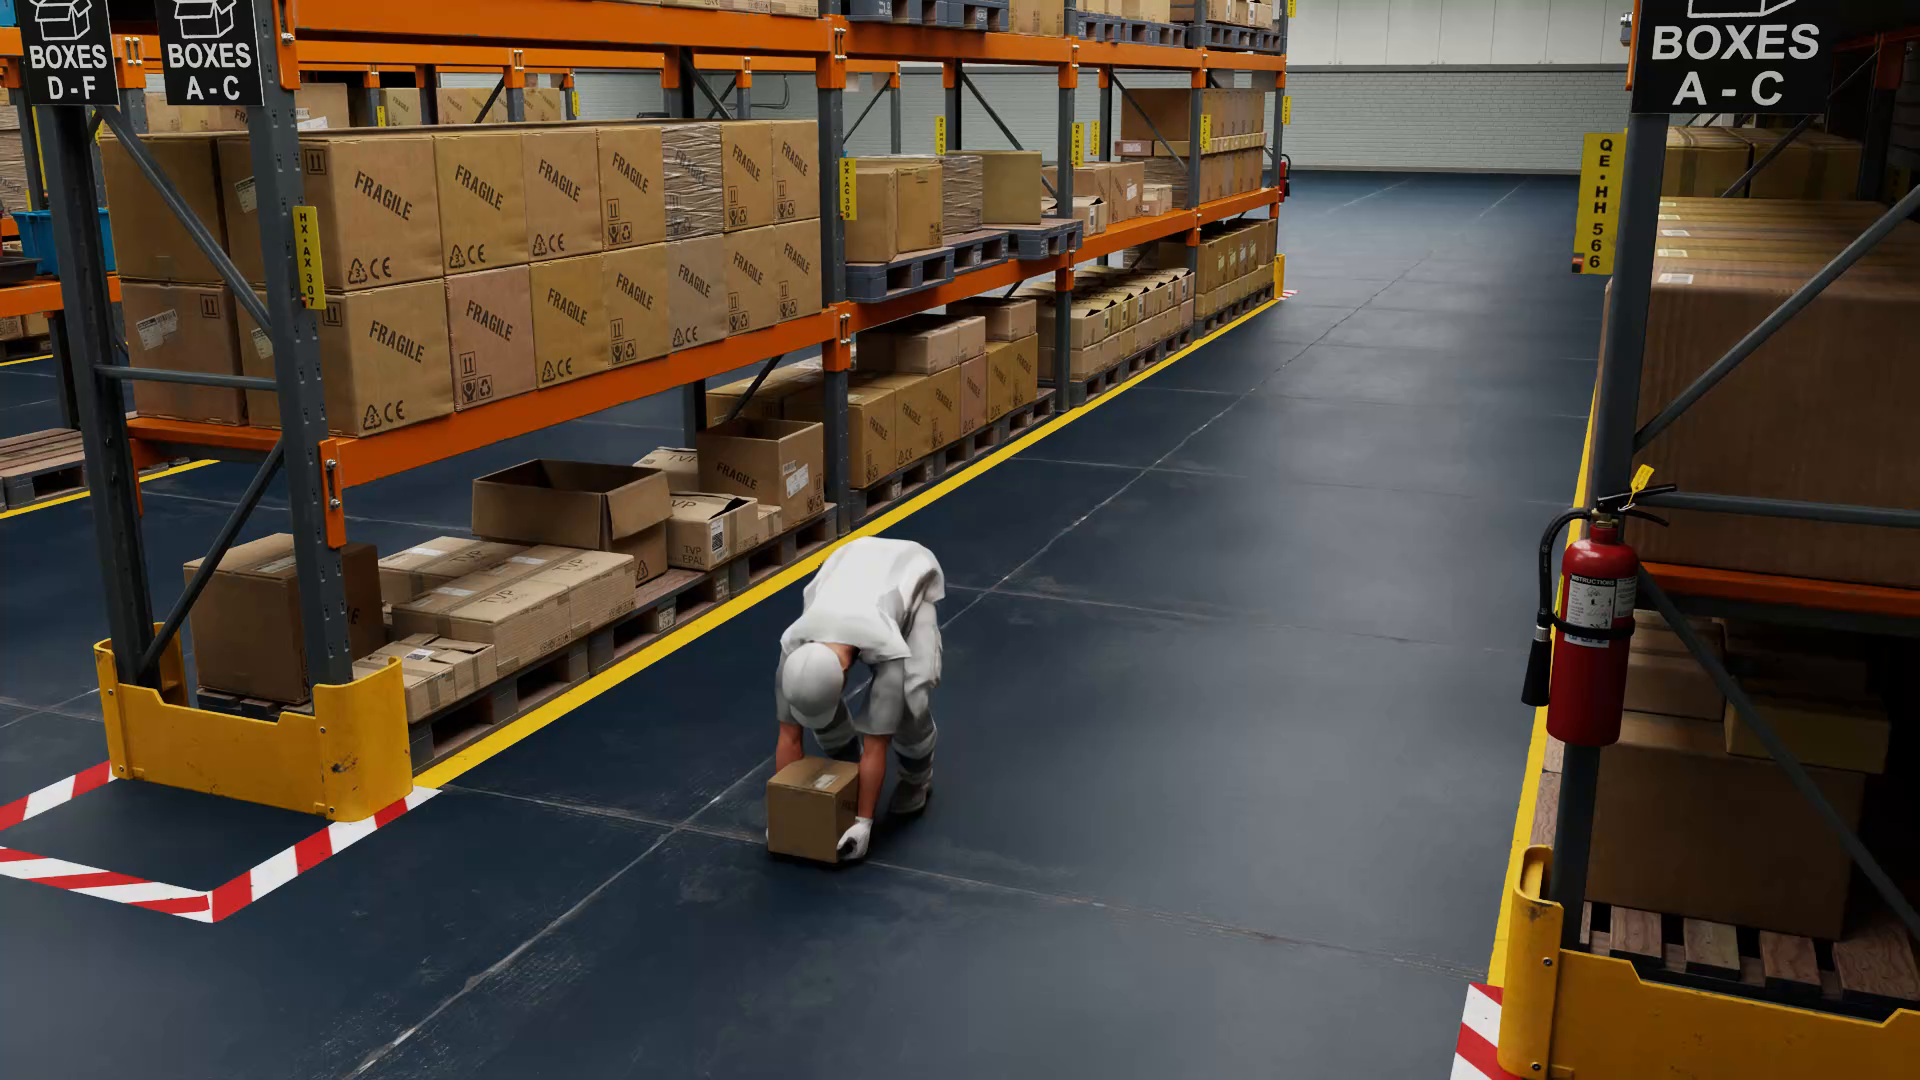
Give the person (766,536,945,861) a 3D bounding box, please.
[{"bbox_3d":[-0.345,0.513,5.696,0.529,0.941,0.949,5,16,18],"label":"person"}]
